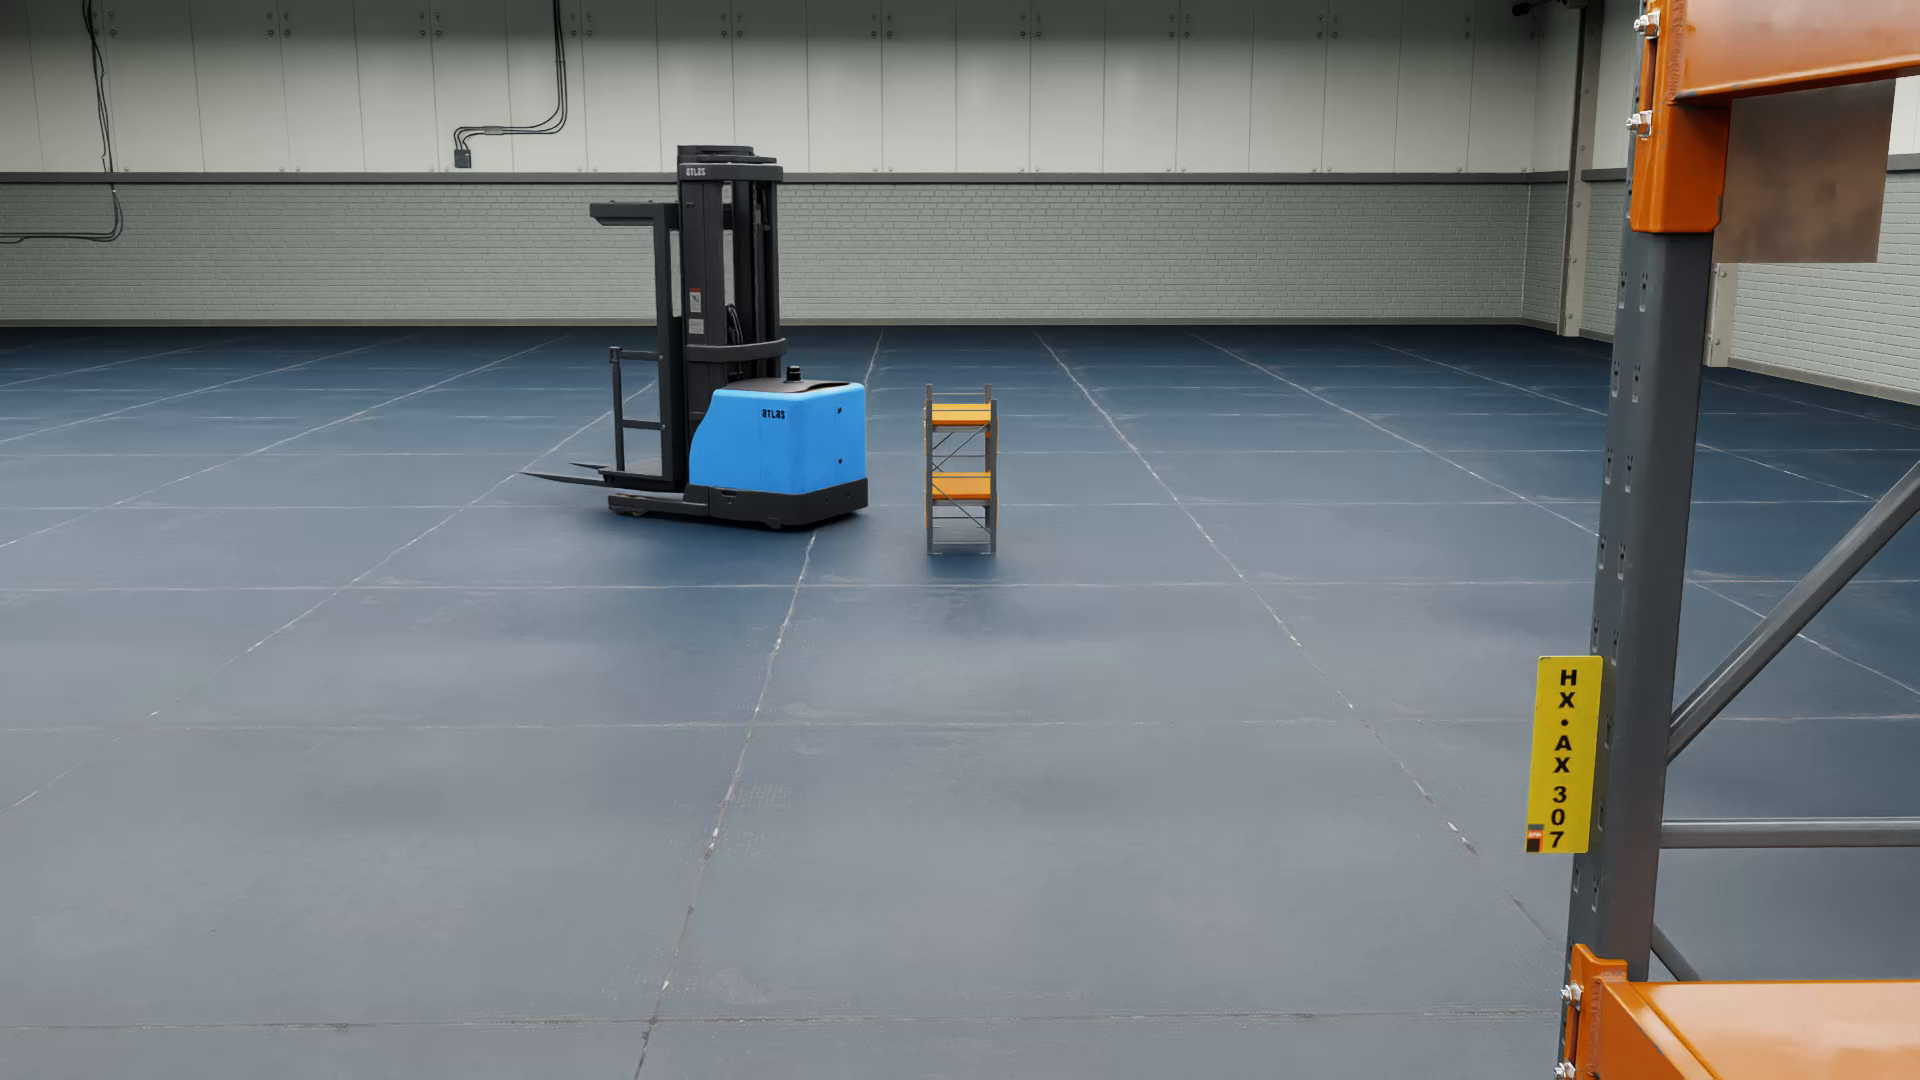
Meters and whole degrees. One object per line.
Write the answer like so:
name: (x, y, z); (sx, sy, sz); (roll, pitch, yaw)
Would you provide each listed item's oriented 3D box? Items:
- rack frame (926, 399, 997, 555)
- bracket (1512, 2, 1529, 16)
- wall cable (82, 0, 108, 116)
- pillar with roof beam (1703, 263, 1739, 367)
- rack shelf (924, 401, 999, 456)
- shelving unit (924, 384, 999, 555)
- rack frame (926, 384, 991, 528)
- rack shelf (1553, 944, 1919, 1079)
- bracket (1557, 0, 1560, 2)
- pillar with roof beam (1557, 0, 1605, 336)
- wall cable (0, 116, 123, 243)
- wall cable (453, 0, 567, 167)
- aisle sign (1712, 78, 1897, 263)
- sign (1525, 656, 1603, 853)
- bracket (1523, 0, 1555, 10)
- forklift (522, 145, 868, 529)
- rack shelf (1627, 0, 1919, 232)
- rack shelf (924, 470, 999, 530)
rack frame: (0.011, -0.449, 11.943); (0.500, 1.125, 0.032); (0, 11, -1)
bracket: (11.258, -10.649, 33.363); (0.235, 0.232, 0.430); (0, 11, -1)
wall cable: (-15.857, -9.759, 33.137); (3.097, 2.526, 0.112); (0, 11, -1)
pillar with roof beam: (7.491, -7.122, 25.034); (9.100, 9.000, 0.400); (0, 11, -1)
rack shelf: (0.000, -0.837, 12.382); (0.538, 0.278, 1.000); (0, 11, -1)
shelving unit: (0.000, -0.550, 12.441); (0.538, 1.125, 1.048); (0, 11, -1)
rack frame: (-0.010, -0.651, 12.939); (0.500, 1.125, 0.032); (0, 11, -1)
rack shelf: (1.548, 1.226, 0.781); (1.077, 0.370, 4.000); (0, 11, -1)
bracket: (11.307, -10.178, 31.041); (0.235, 0.232, 0.430); (0, 11, -1)
pillar with roof beam: (7.367, -8.315, 30.913); (9.100, 9.000, 0.548); (0, 11, -1)
wall cable: (-18.561, -7.273, 33.584); (3.097, 2.526, 0.112); (0, 11, -1)
wall cable: (-9.070, -10.497, 33.114); (2.305, 6.003, 0.169); (0, 11, -1)
aisle sign: (1.212, -0.811, 2.475); (0.394, 0.787, 0.004); (0, 11, -1)
sign: (0.956, 0.342, 2.635); (0.100, 0.325, 0.005); (0, 11, -1)
bracket: (11.270, -10.532, 32.785); (0.076, 0.066, 3.189); (0, 11, -1)
forklift: (-2.288, -1.708, 13.605); (3.031, 2.935, 1.130); (6, 13, 29)
rack shelf: (1.548, -0.244, 0.483); (1.077, 0.370, 4.000); (0, 11, -1)
rack shelf: (0.000, -0.310, 12.489); (0.538, 0.278, 1.000); (0, 11, -1)
